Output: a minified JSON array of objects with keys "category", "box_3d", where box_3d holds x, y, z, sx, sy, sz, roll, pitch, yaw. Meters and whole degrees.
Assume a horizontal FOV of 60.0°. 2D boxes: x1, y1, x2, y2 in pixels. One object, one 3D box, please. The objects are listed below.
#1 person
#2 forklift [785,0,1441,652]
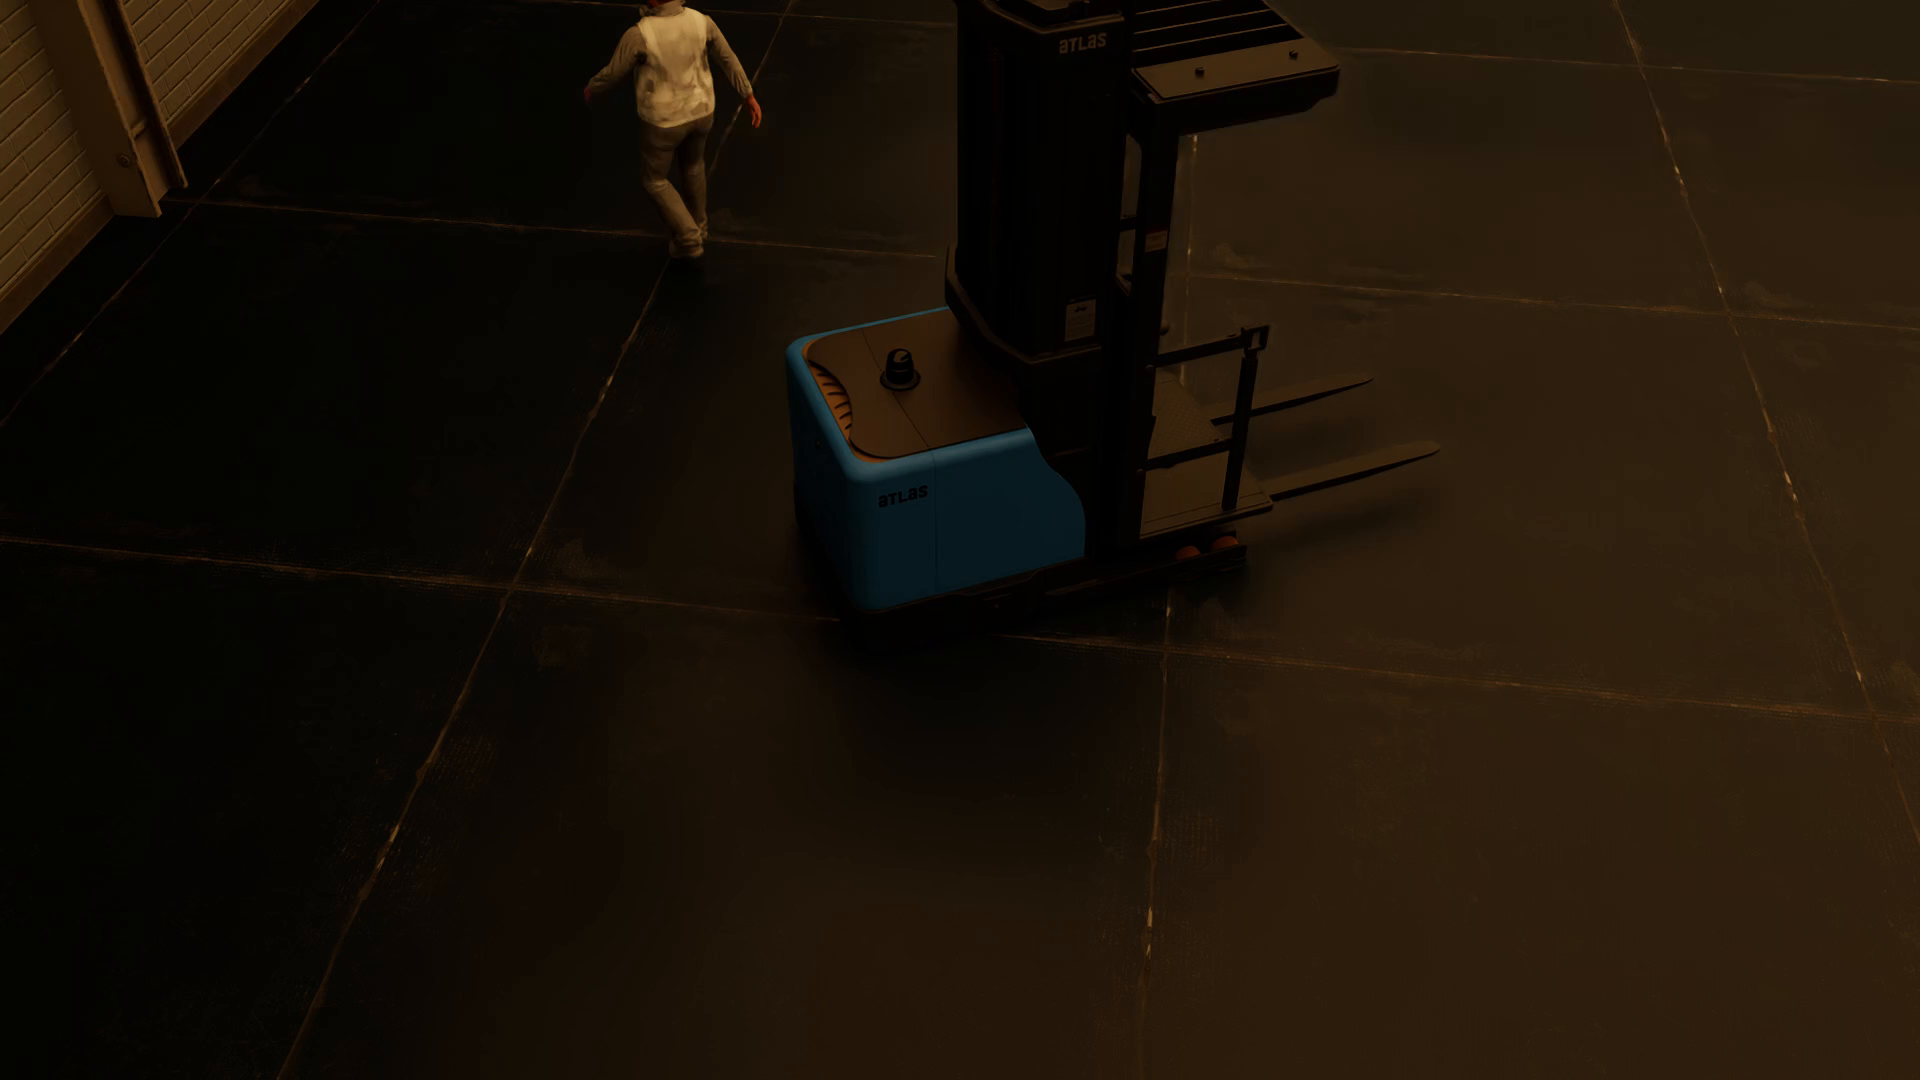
[{"category":"person","box_3d":[-1.566,-2.385,9.196,0.841,1.754,0.661,-26,49,-25]},{"category":"forklift","box_3d":[0.793,-1.208,7.040,3.031,2.935,1.130,-14,44,-15]}]
